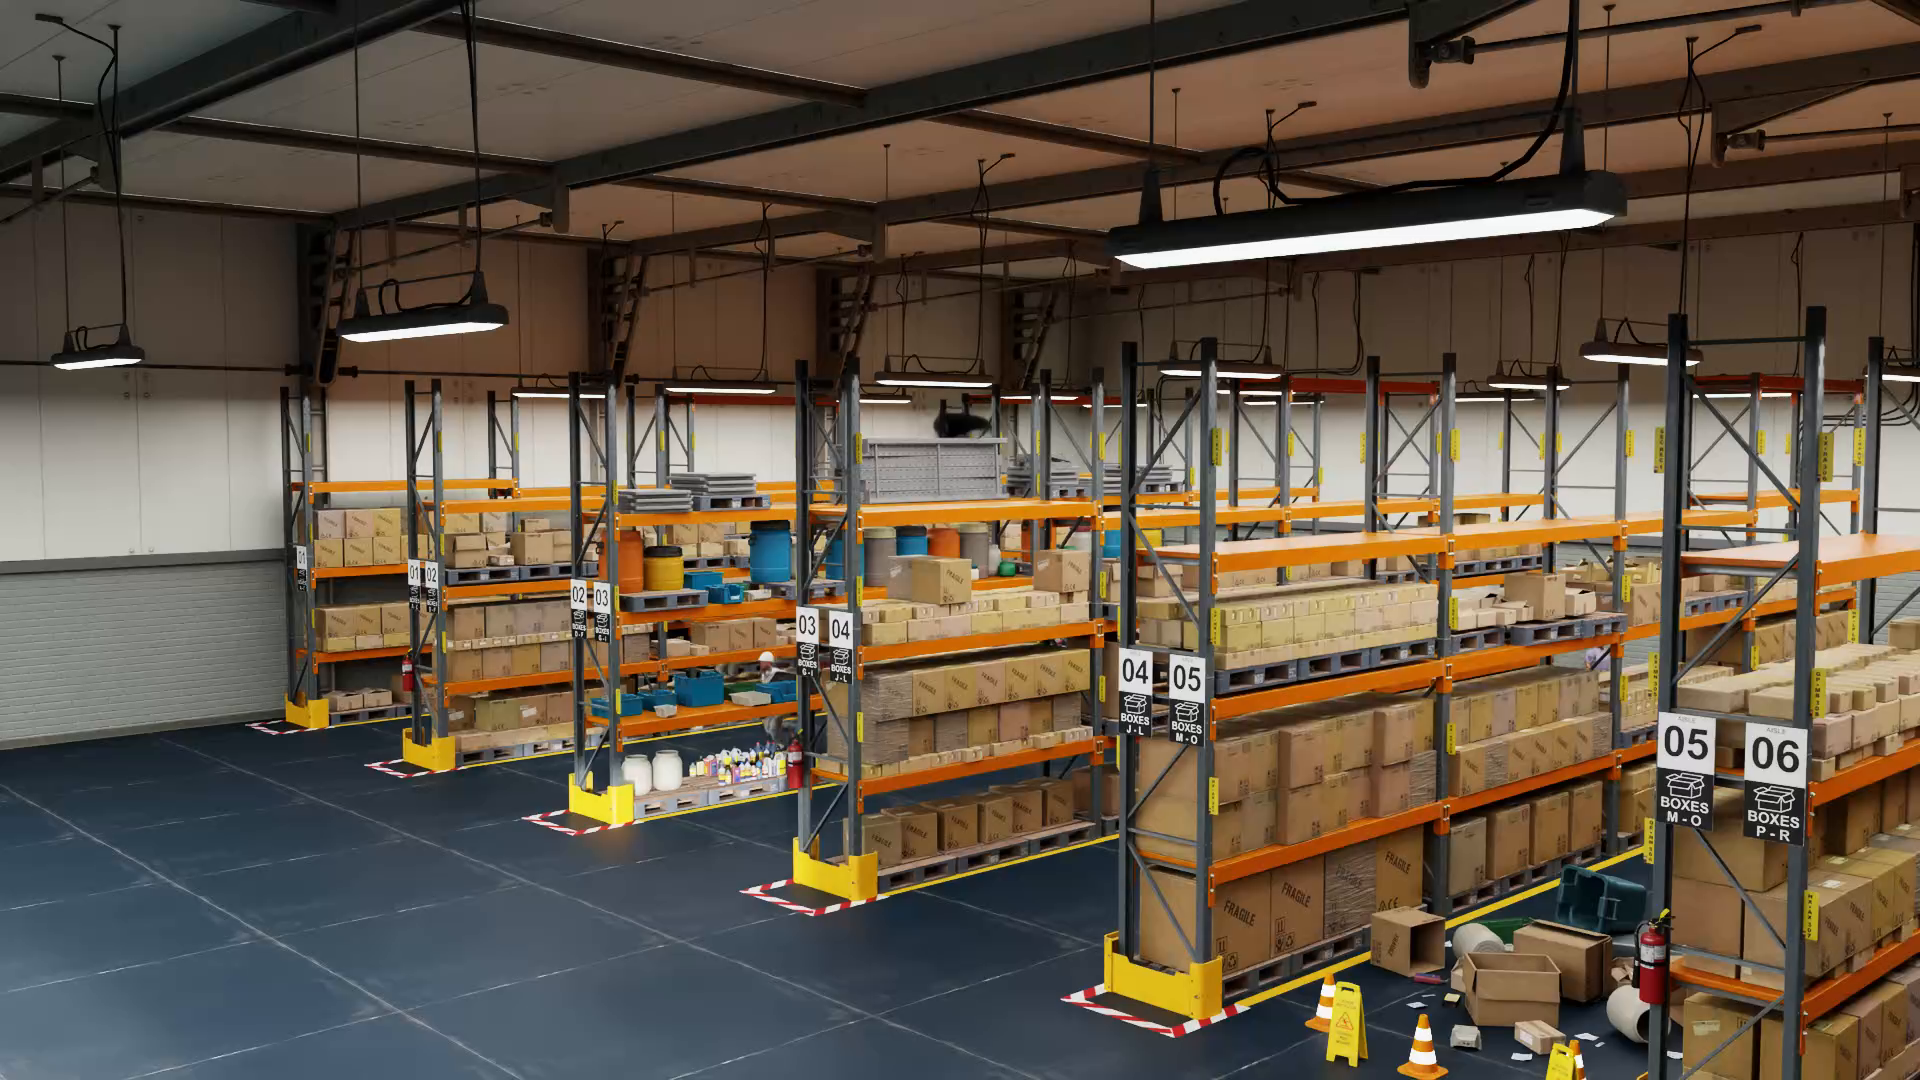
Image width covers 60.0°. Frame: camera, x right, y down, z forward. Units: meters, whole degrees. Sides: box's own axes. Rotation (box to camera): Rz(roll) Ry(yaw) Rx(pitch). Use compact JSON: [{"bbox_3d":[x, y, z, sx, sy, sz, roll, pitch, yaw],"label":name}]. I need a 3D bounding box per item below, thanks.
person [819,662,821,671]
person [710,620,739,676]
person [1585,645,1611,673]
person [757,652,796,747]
[{"bbox_3d":[-3.068,2.104,34.922,0.625,1.654,0.723,3,5,37],"label":"person"},{"bbox_3d":[-4.615,2.314,32.383,0.694,1.570,0.886,2,4,25],"label":"person"},{"bbox_3d":[11.352,2.500,29.380,0.646,1.674,0.597,-1,4,-15],"label":"person"},{"bbox_3d":[-2.932,2.628,26.691,0.756,1.707,0.650,-4,5,-45],"label":"person"}]
